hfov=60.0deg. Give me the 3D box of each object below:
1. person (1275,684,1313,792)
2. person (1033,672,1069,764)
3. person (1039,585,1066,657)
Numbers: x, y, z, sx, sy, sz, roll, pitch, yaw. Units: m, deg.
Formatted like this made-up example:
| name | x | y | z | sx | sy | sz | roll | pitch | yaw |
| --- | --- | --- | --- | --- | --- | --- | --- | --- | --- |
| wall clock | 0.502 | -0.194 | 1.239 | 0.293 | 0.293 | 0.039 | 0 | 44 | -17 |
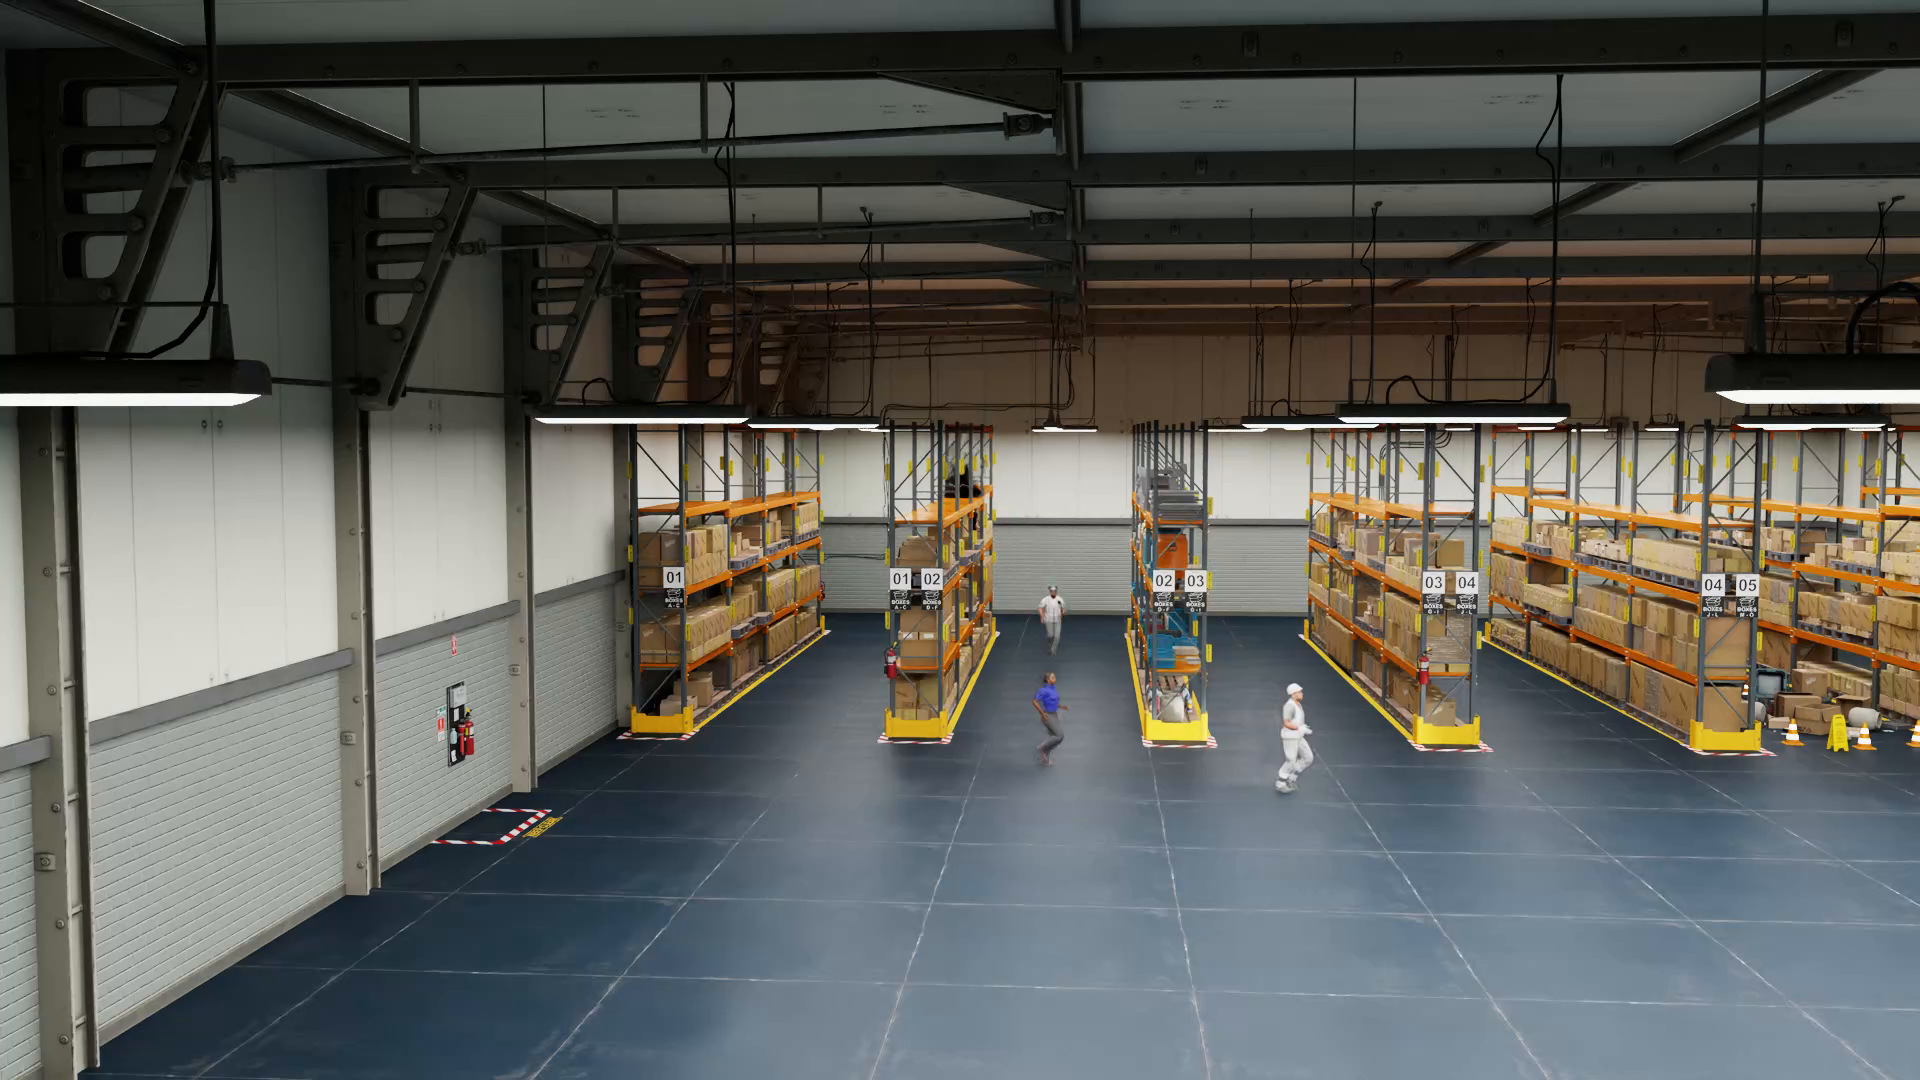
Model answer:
| name | x | y | z | sx | sy | sz | roll | pitch | yaw |
| --- | --- | --- | --- | --- | --- | --- | --- | --- | --- |
| person | 5.343 | 3.159 | 26.475 | 0.652 | 1.754 | 0.635 | 2 | 4 | 33 |
| person | 1.606 | 3.086 | 28.778 | 0.576 | 1.615 | 0.560 | 2 | 4 | 23 |
| person | 2.285 | 1.983 | 40.873 | 0.659 | 1.758 | 0.543 | 0 | 4 | -6 |
